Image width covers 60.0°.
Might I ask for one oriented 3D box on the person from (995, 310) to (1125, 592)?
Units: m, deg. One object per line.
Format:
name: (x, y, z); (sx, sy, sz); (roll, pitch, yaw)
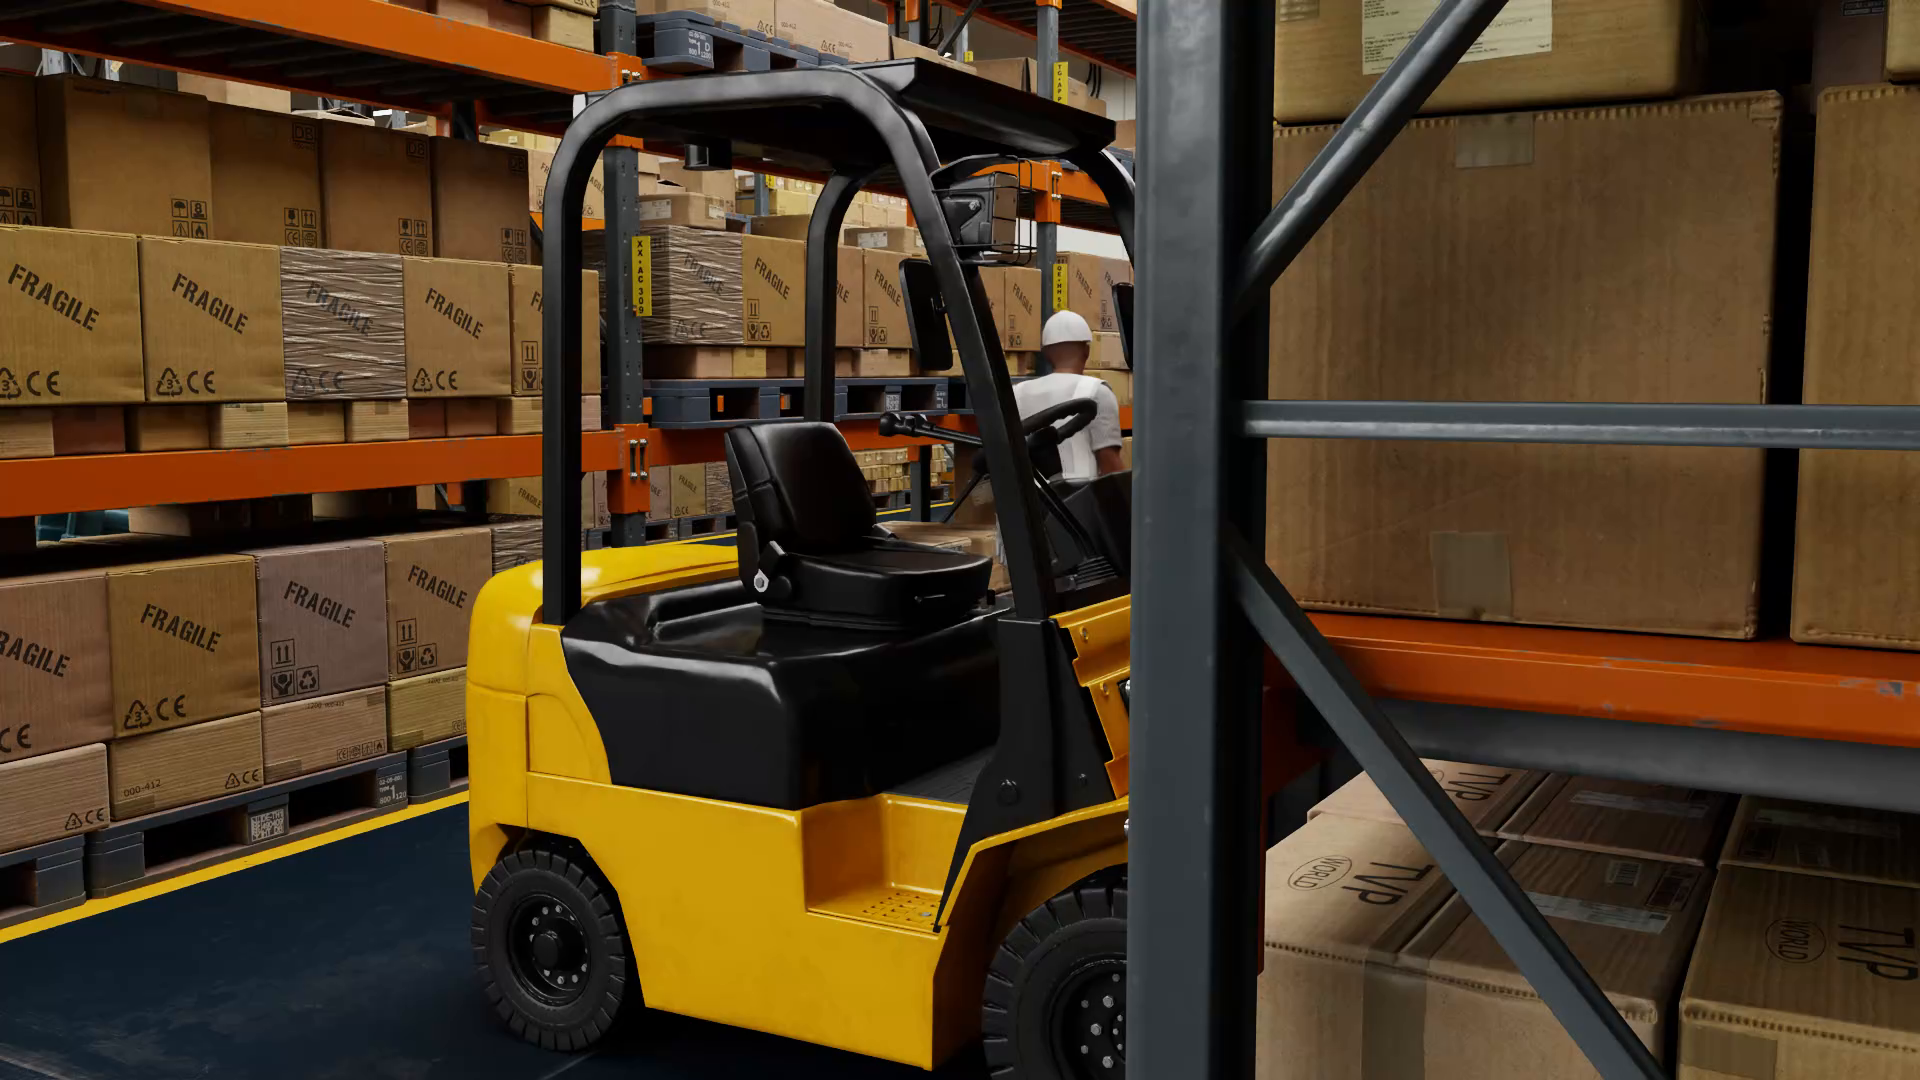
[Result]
person: (0.441, -0.055, 6.837); (0.666, 1.769, 0.452); (4, 7, 37)
